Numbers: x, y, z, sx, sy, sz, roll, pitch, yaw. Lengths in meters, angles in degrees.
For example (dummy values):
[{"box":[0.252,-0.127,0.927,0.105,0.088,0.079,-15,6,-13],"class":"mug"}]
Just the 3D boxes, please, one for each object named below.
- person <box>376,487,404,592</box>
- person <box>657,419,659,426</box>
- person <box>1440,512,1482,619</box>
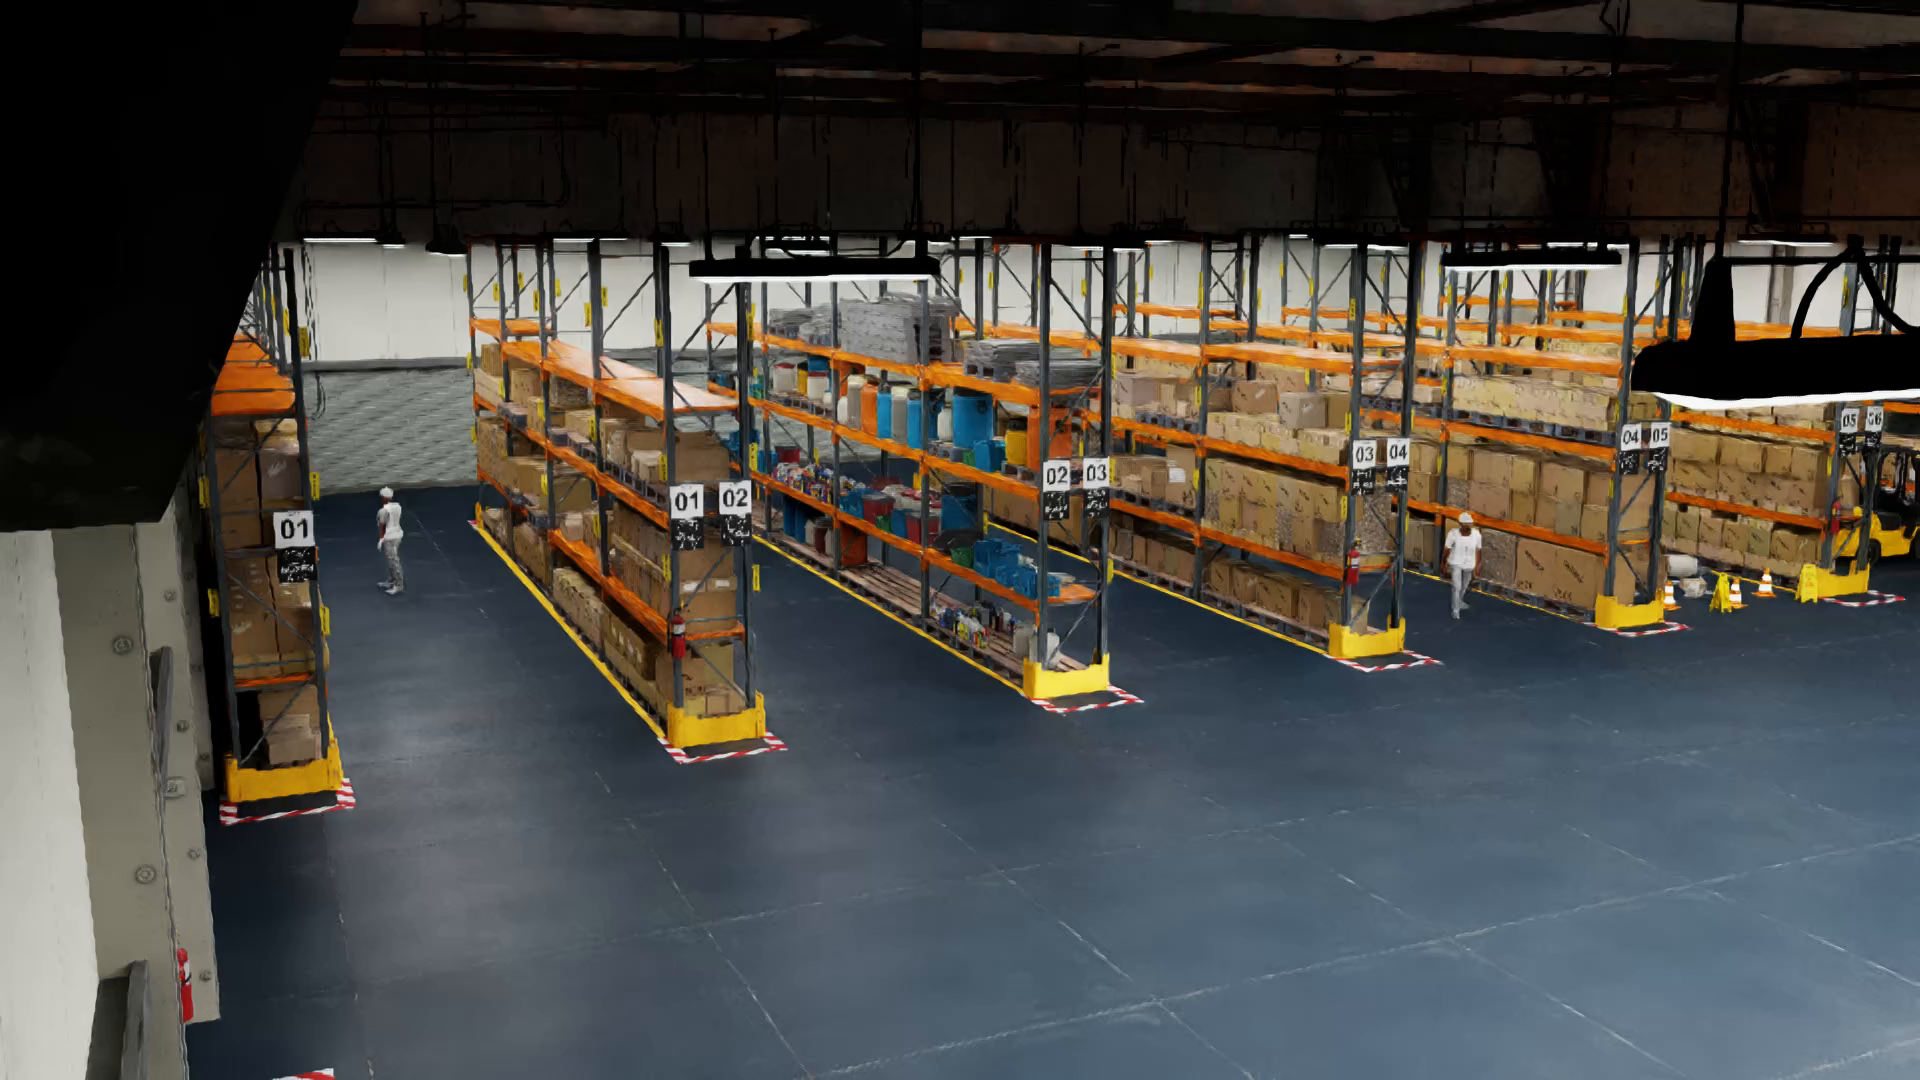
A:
[{"box":[-9.809,-0.031,28.522,0.572,1.782,0.661,1,11,4],"class":"person"},{"box":[-6.964,-2.068,39.338,0.625,1.742,0.515,6,12,28],"class":"person"},{"box":[8.060,0.381,26.713,0.618,1.712,0.971,-1,11,-3],"class":"person"}]
